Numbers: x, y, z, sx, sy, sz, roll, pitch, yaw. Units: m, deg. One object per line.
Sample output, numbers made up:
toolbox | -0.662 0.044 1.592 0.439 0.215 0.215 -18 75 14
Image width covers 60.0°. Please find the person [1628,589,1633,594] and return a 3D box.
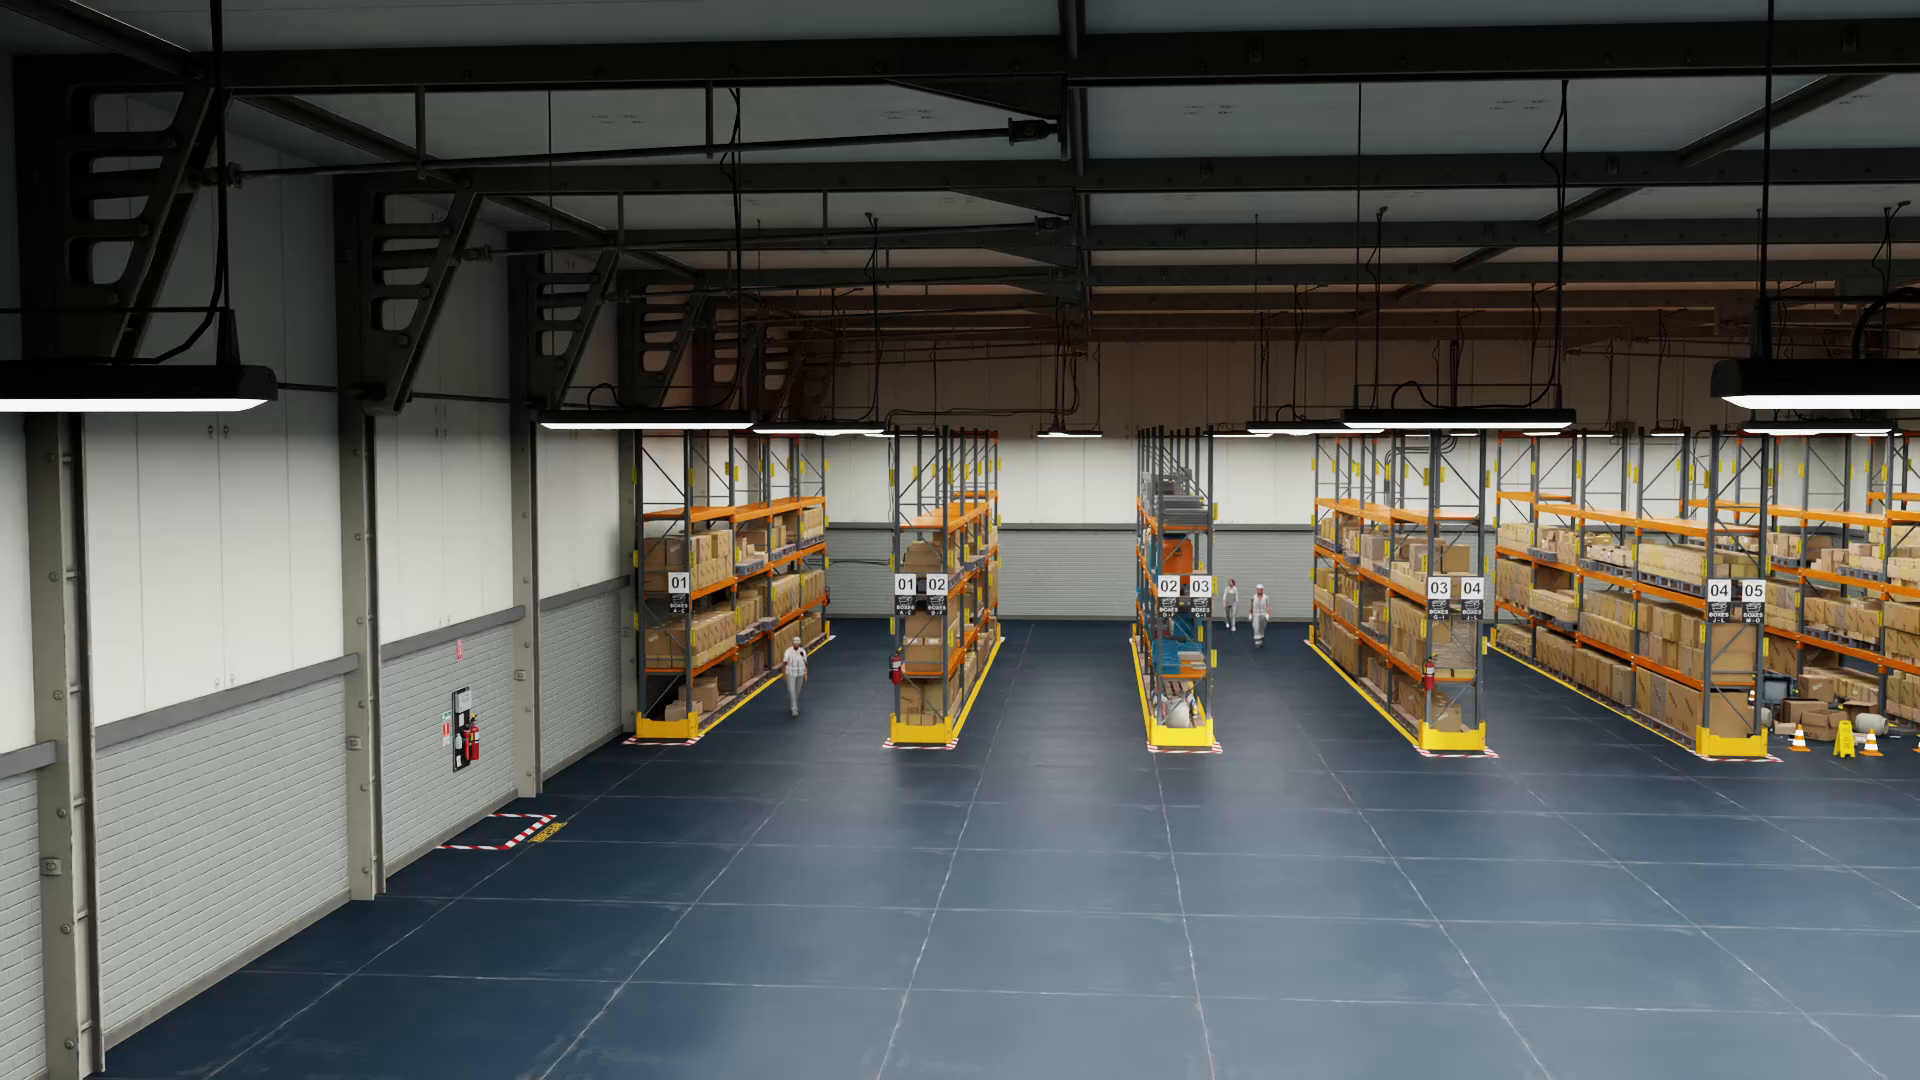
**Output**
person | 18.333 2.157 45.401 0.903 1.635 0.464 3 4 39

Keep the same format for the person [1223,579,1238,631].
person | 8.149 1.947 50.048 0.482 1.508 0.994 0 3 4

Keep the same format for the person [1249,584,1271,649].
person | 8.247 2.085 45.596 0.540 1.721 1.050 0 3 0

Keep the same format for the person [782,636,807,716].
person | -3.426 2.814 34.638 0.524 1.602 0.992 -2 4 -31
